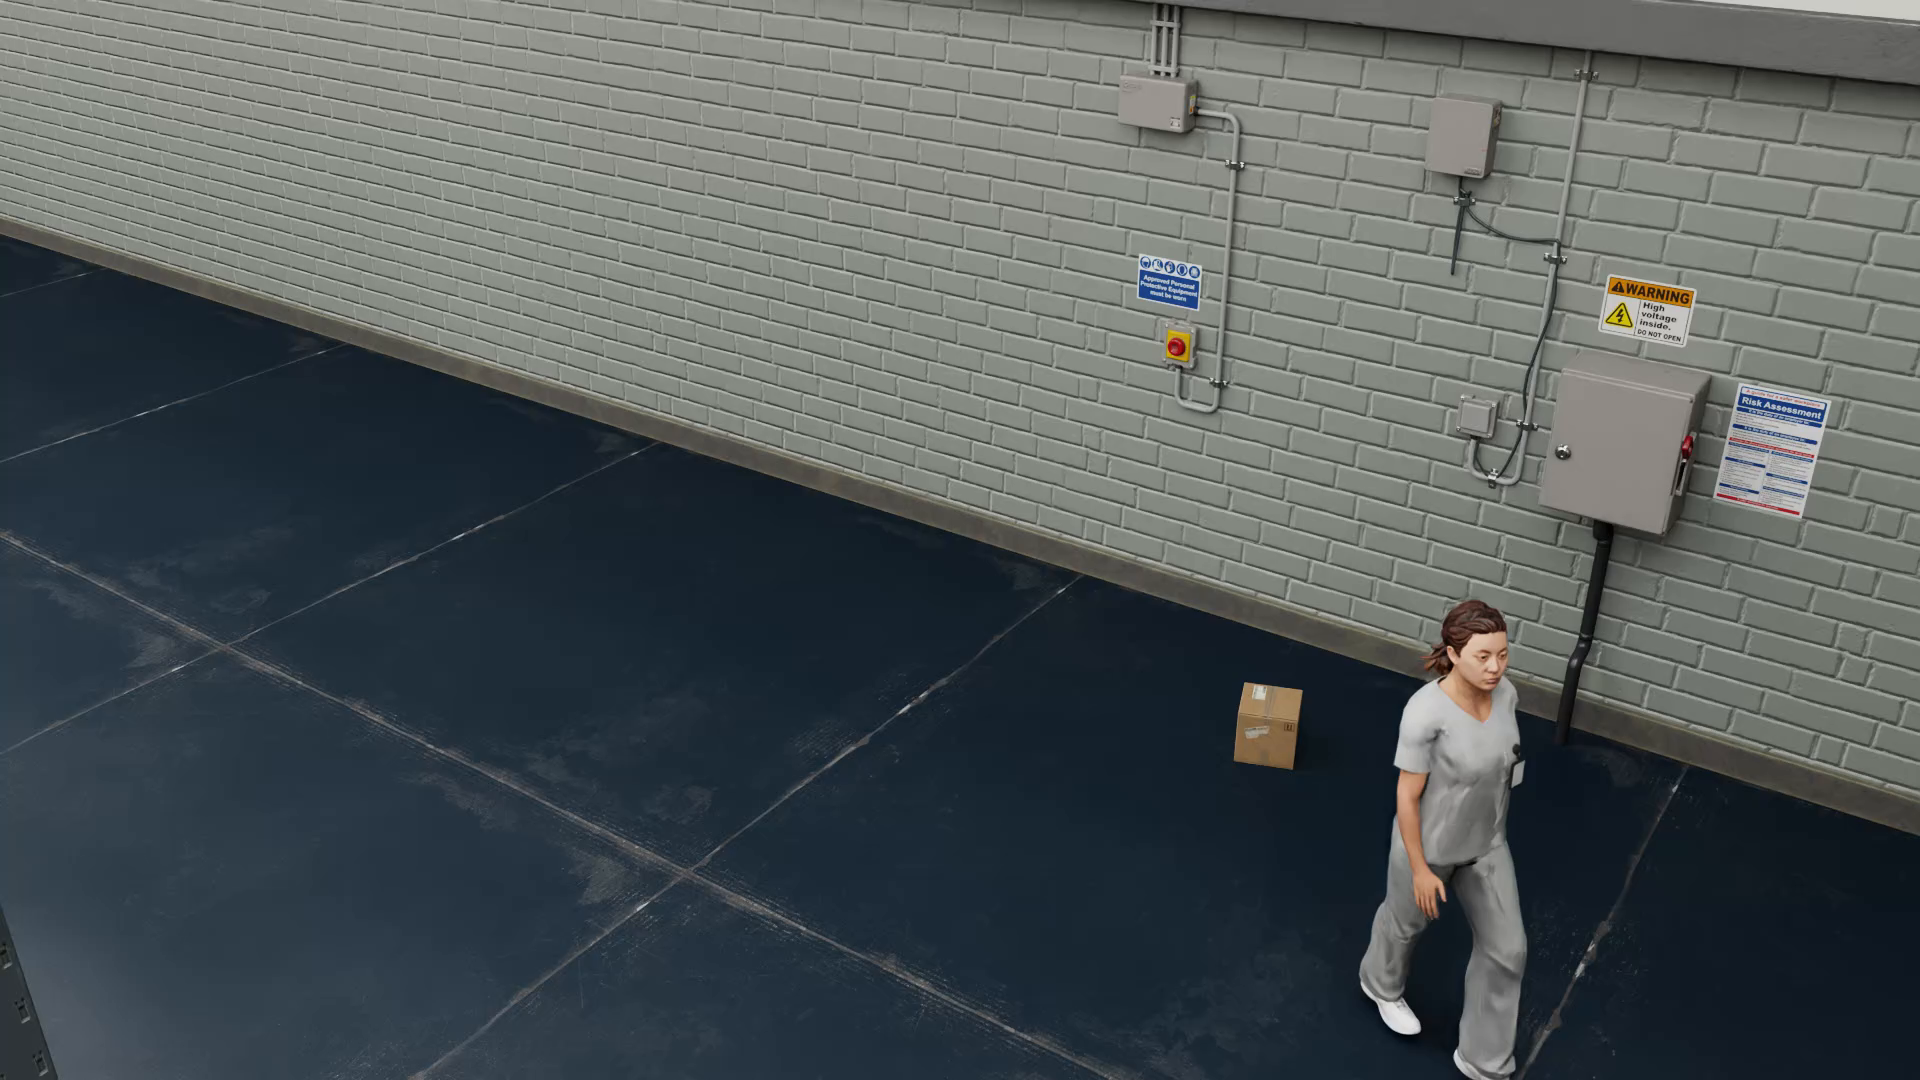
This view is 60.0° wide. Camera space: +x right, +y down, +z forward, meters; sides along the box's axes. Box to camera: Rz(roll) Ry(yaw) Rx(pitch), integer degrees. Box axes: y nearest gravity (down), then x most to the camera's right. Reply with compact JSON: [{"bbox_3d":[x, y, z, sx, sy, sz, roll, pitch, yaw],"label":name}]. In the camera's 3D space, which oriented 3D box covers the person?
[{"bbox_3d":[1.554,0.996,5.190,0.478,1.710,0.713,-9,29,-18],"label":"person"}]
